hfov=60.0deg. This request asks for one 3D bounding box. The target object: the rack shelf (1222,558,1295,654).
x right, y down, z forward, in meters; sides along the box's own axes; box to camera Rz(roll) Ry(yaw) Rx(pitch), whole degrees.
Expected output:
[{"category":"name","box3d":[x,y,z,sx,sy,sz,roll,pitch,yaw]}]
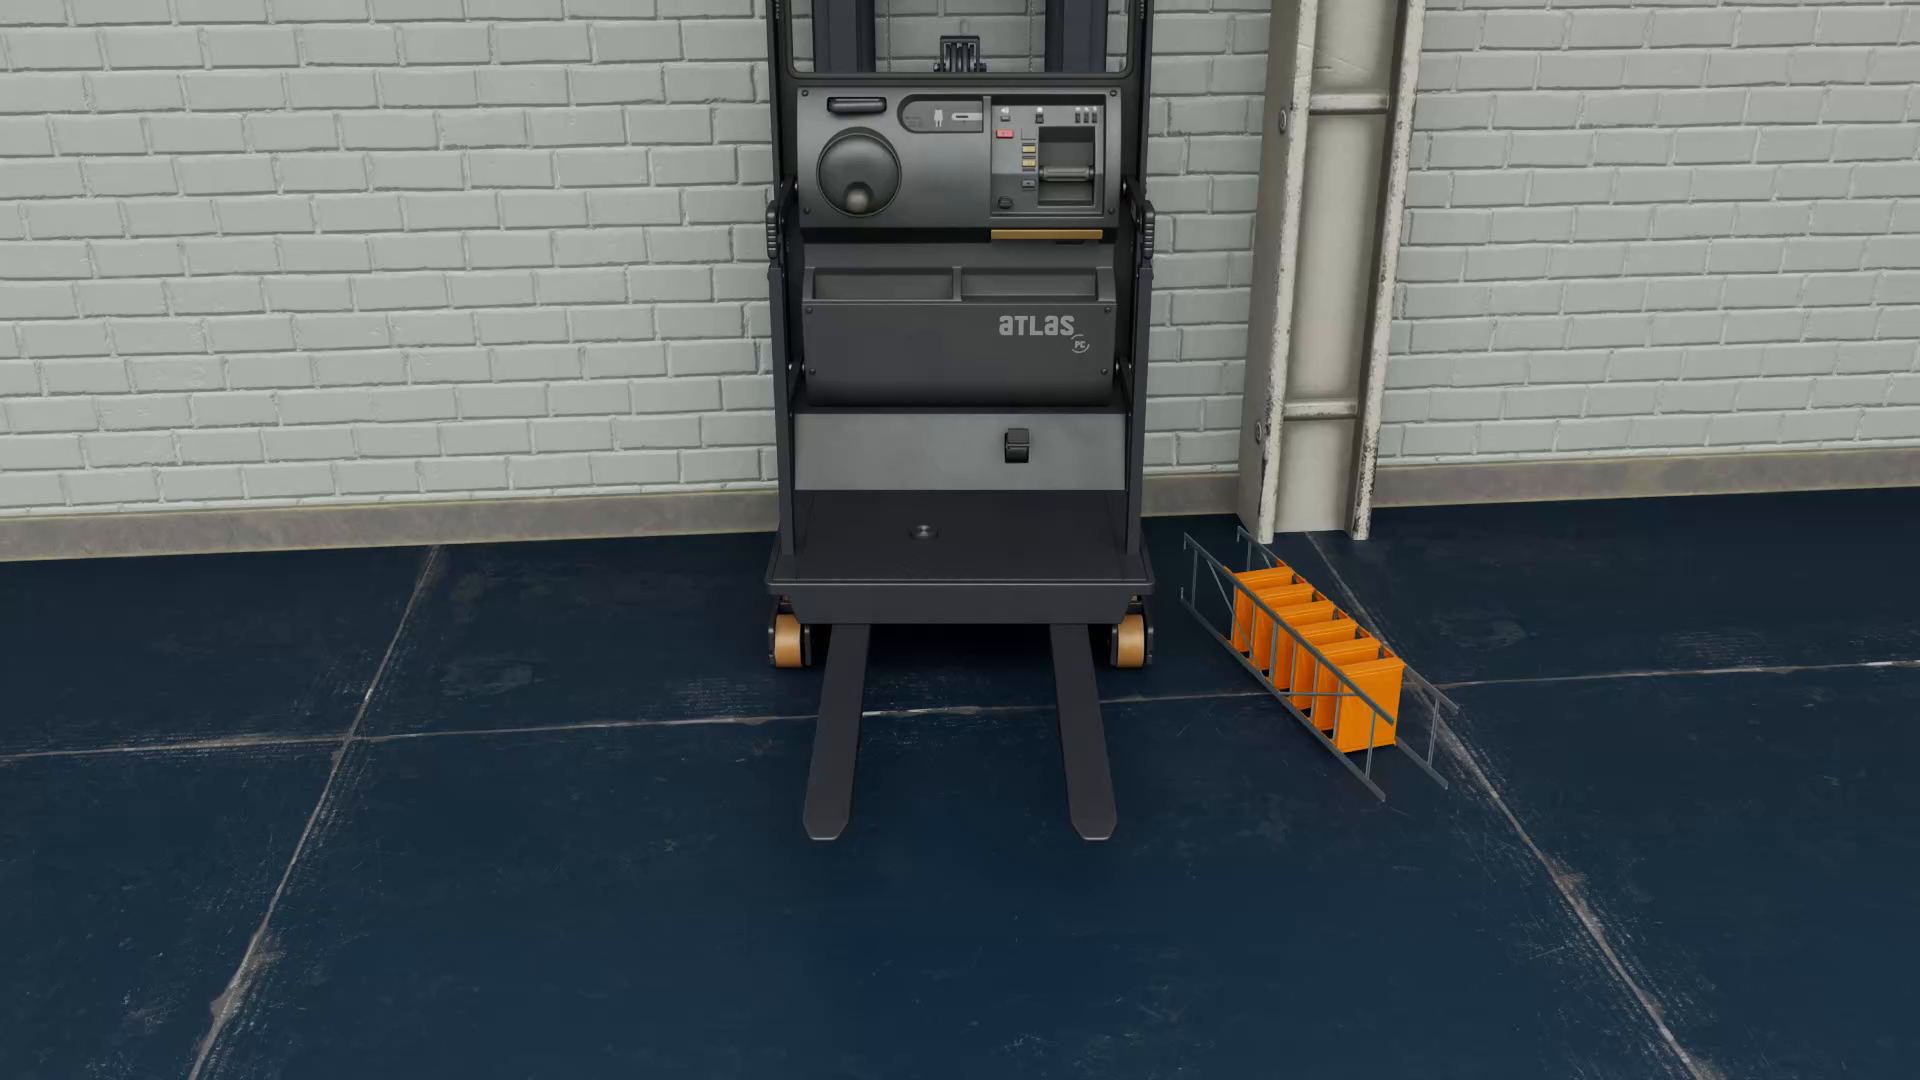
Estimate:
[{"category":"rack shelf","box3d":[0.880,0.198,4.942,0.180,0.258,0.103,-8,25,-17]}]

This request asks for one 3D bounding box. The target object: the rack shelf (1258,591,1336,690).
[{"category":"rack shelf","box3d":[0.955,0.291,4.734,0.180,0.258,0.103,-8,25,-17]}]

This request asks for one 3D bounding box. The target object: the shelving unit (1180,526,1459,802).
[{"category":"shelving unit","box3d":[0.969,0.308,4.695,0.189,0.258,1.200,-8,25,-17]}]

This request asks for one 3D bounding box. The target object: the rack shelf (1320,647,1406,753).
[{"category":"rack shelf","box3d":[1.067,0.430,4.421,0.180,0.258,0.103,-8,25,-17]}]

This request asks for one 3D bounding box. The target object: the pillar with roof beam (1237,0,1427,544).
[{"category":"pillar with roof beam","box3d":[1.626,-2.429,0.135,0.400,9.000,9.100,-2,24,-5]}]

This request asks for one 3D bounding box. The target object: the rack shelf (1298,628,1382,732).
[{"category":"rack shelf","box3d":[1.030,0.383,4.525,0.180,0.258,0.103,-8,25,-17]}]

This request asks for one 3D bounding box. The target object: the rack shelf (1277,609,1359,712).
[{"category":"rack shelf","box3d":[0.992,0.337,4.630,0.180,0.258,0.103,-8,25,-17]}]

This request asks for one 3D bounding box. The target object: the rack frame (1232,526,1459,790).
[{"category":"rack frame","box3d":[1.056,0.296,4.721,0.006,0.240,1.200,-8,25,-17]}]

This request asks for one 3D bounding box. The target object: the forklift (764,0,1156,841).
[{"category":"forklift","box3d":[0.000,-1.085,4.582,1.130,2.935,3.031,0,24,0]}]

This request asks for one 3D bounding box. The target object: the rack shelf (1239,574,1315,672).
[{"category":"rack shelf","box3d":[0.918,0.244,4.838,0.180,0.258,0.103,-8,25,-17]}]

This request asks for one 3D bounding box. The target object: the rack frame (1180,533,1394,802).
[{"category":"rack frame","box3d":[0.882,0.319,4.669,0.006,0.240,1.200,-8,25,-17]}]
